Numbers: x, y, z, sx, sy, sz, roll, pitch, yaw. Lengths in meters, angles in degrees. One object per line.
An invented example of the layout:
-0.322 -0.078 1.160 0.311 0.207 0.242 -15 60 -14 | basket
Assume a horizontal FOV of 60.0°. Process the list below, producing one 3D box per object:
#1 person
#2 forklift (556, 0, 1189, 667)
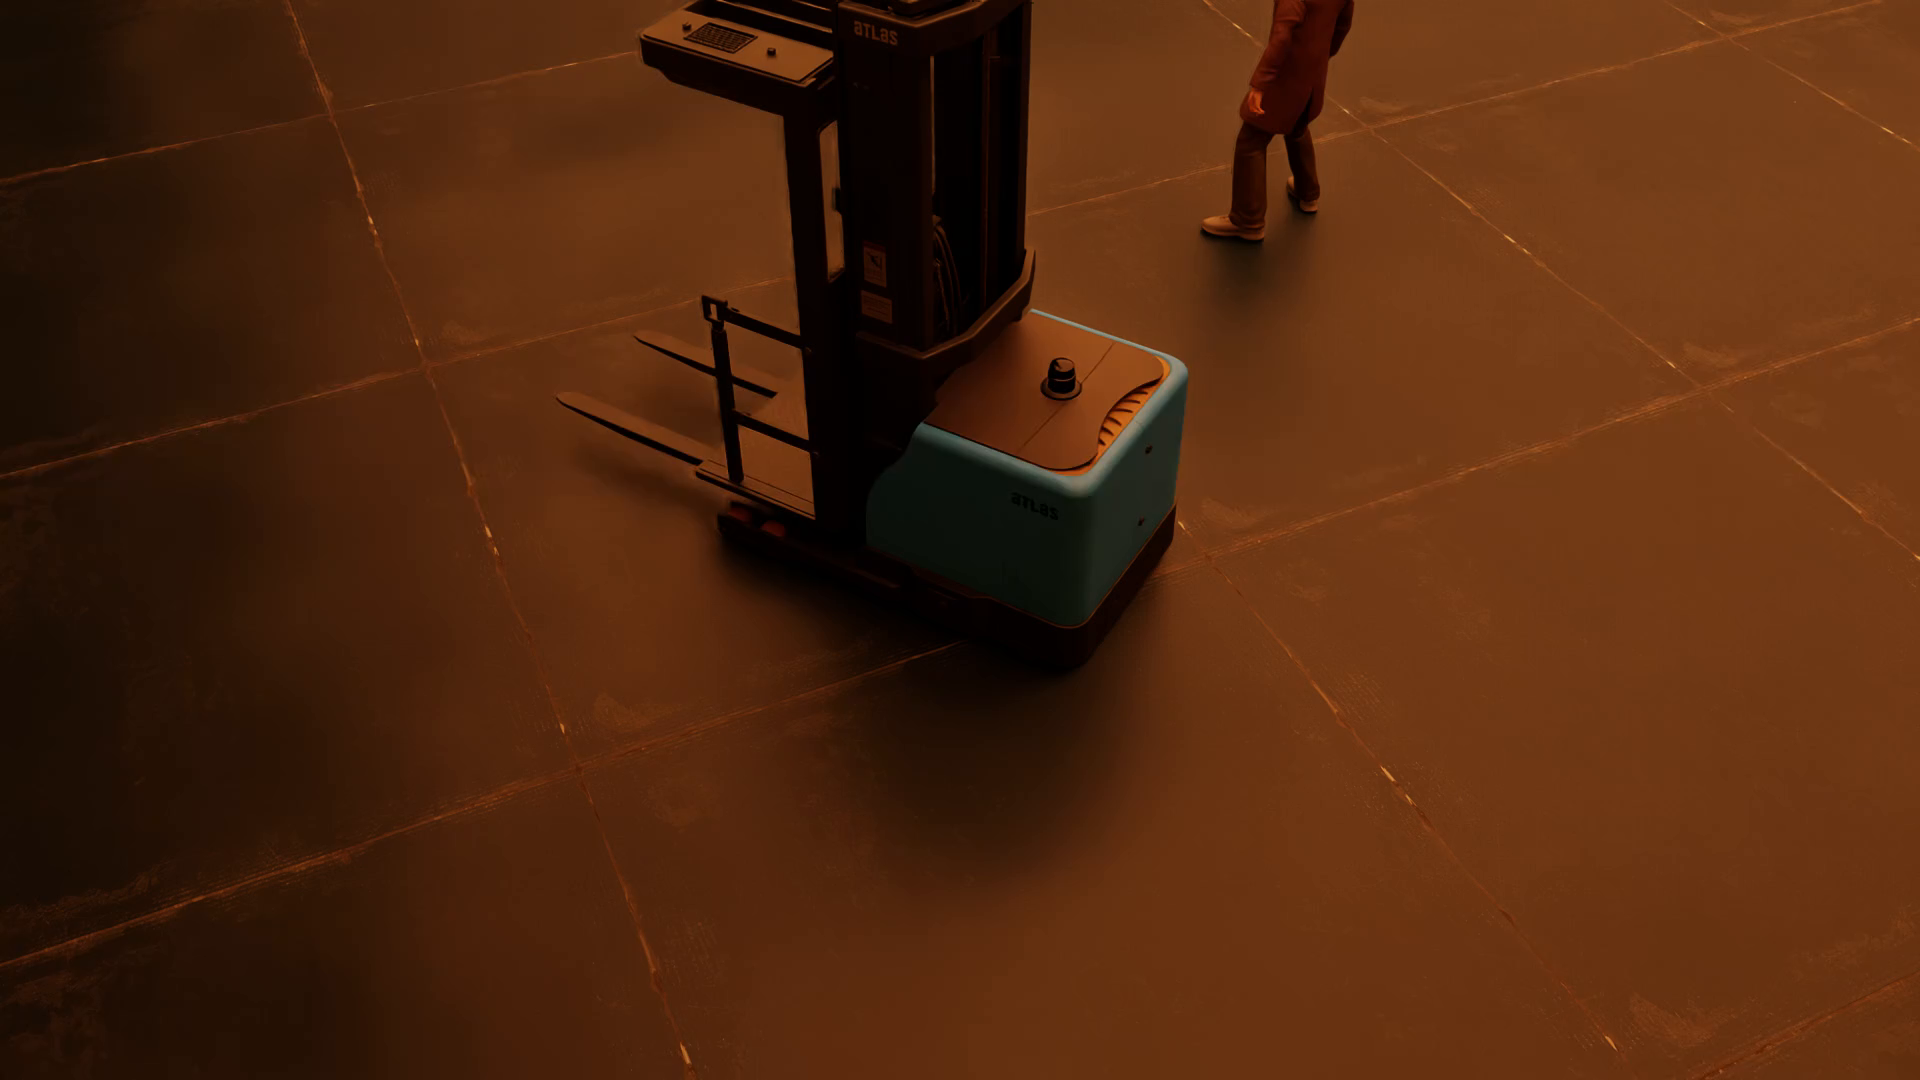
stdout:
1.854 -2.589 9.340 0.943 1.733 0.377 -31 51 -29 | person
-0.540 -1.283 7.055 3.031 2.935 1.130 22 47 22 | forklift
